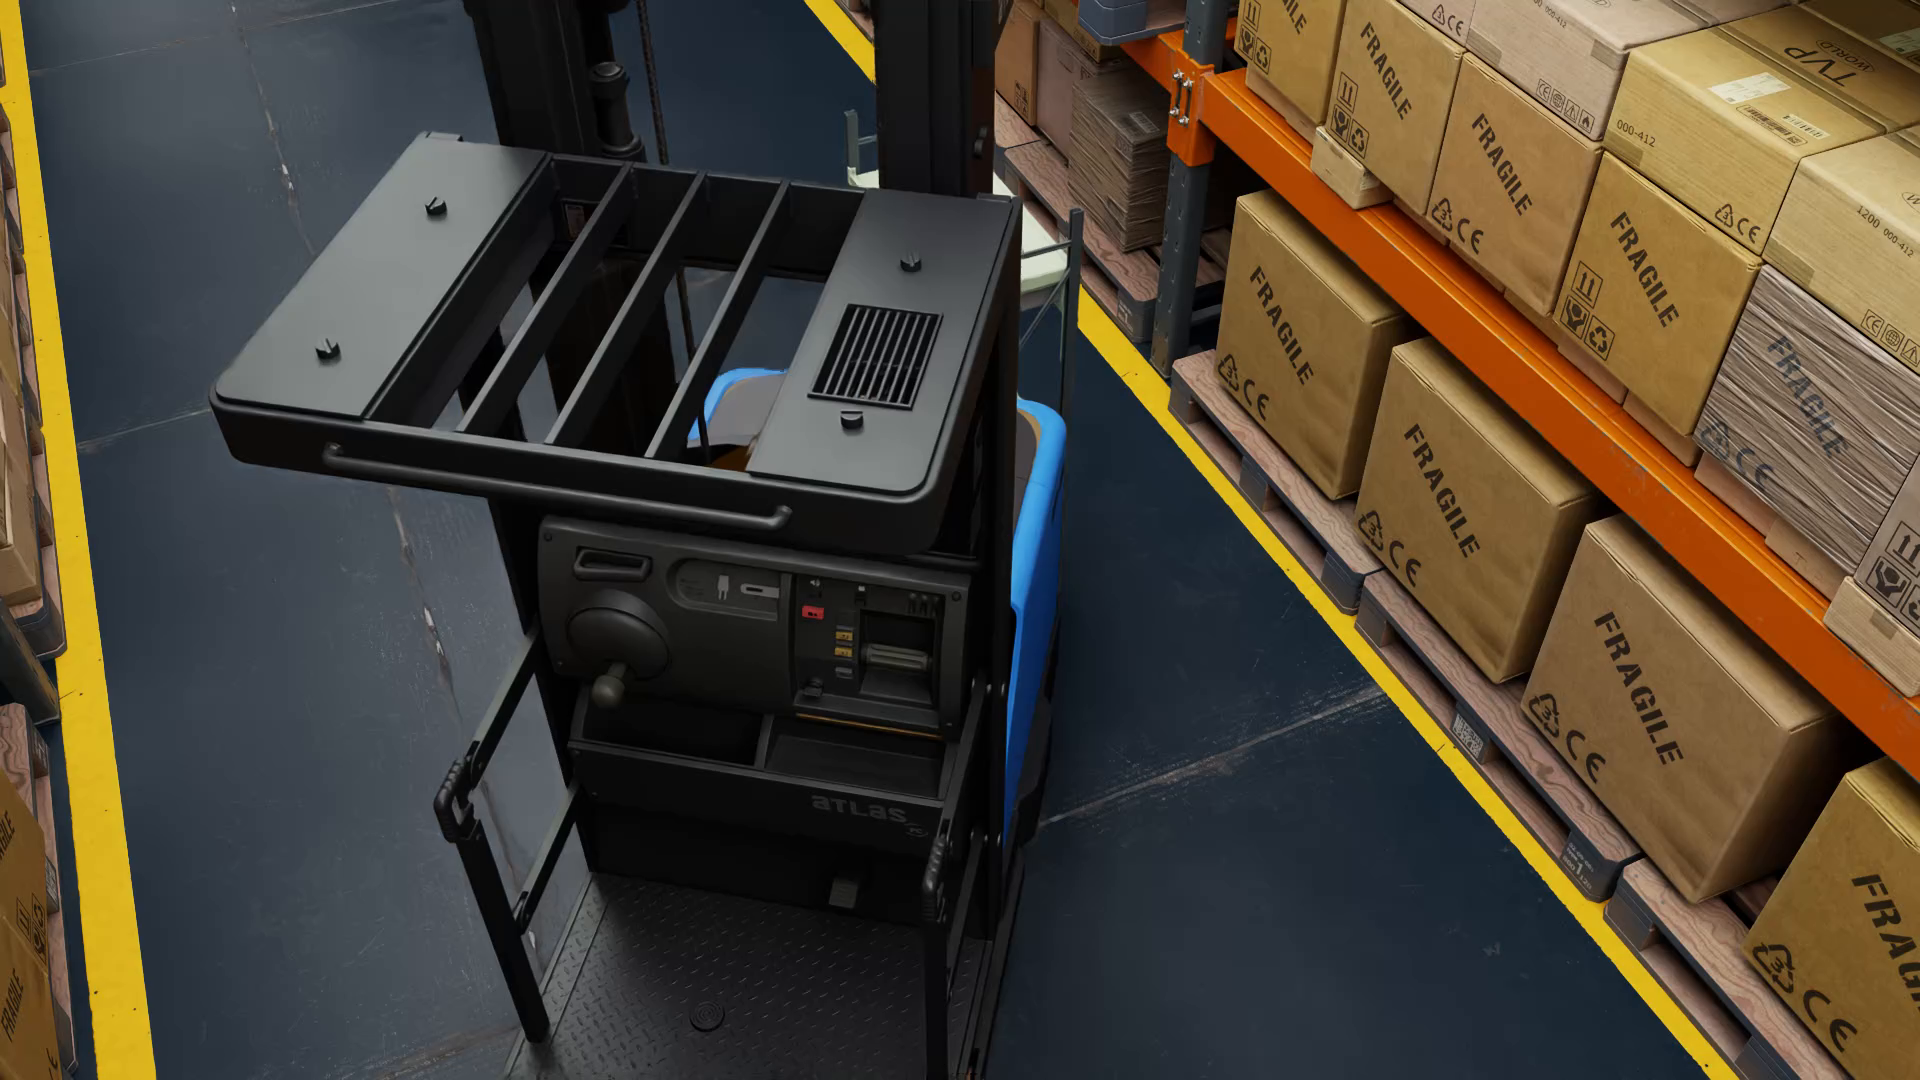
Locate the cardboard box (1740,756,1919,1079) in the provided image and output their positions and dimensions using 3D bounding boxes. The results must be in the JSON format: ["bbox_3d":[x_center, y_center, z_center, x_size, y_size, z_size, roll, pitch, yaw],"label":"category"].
[{"bbox_3d":[2.504,0.926,3.907,0.750,0.750,0.750,-18,47,-17],"label":"cardboard box"}]

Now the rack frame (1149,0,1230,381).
[{"bbox_3d":[1.213,-1.863,5.502,1.000,3.000,0.127,-18,47,-17],"label":"rack frame"}]

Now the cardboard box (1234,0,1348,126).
[{"bbox_3d":[1.185,-1.626,4.965,0.500,0.500,0.500,-17,47,-16],"label":"cardboard box"}]

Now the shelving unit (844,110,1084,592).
[{"bbox_3d":[-0.002,-0.544,5.233,0.431,1.500,0.755,-18,47,-17],"label":"shelving unit"}]

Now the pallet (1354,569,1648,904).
[{"bbox_3d":[1.986,0.431,5.163,1.003,0.211,1.213,-18,47,-17],"label":"pallet"}]

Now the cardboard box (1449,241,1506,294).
[{"bbox_3d":[1.609,-0.858,4.648,0.380,0.149,0.250,-17,47,-17],"label":"cardboard box"}]

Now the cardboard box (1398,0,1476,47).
[{"bbox_3d":[1.397,-1.570,4.375,0.500,0.250,0.500,-19,48,-18],"label":"cardboard box"}]

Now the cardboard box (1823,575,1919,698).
[{"bbox_3d":[2.136,0.154,3.623,0.380,0.149,0.250,-18,47,-17],"label":"cardboard box"}]

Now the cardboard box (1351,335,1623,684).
[{"bbox_3d":[1.766,-0.179,5.028,0.750,0.750,0.750,-18,47,-18],"label":"cardboard box"}]

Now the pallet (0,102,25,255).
[{"bbox_3d":[-4.616,-1.496,7.116,1.003,0.211,1.213,-18,47,-17],"label":"pallet"}]

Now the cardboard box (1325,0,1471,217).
[{"bbox_3d":[1.397,-1.290,4.624,0.500,0.500,0.500,-17,47,-16],"label":"cardboard box"}]

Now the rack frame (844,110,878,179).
[{"bbox_3d":[-0.156,-0.777,5.469,0.400,1.500,0.023,-18,47,-17],"label":"rack frame"}]

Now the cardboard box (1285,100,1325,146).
[{"bbox_3d":[1.240,-1.339,5.136,0.380,0.149,0.250,-17,47,-17],"label":"cardboard box"}]

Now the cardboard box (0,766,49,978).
[{"bbox_3d":[-2.673,0.863,4.207,0.500,0.500,0.500,-16,47,-16],"label":"cardboard box"}]

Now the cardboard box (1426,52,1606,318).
[{"bbox_3d":[1.605,-0.973,4.303,0.500,0.500,0.500,-18,47,-18],"label":"cardboard box"}]

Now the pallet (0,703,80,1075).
[{"bbox_3d":[-3.000,1.082,4.503,1.003,0.211,1.213,-18,47,-17],"label":"pallet"}]

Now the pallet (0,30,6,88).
[{"bbox_3d":[-5.258,-2.473,8.106,1.003,0.211,1.213,-18,47,-17],"label":"pallet"}]

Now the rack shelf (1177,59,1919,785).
[{"bbox_3d":[2.054,-0.332,4.463,1.077,0.370,4.000,-18,47,-17],"label":"rack shelf"}]

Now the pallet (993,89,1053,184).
[{"bbox_3d":[0.377,-2.145,7.773,1.003,0.211,1.213,-18,47,-17],"label":"pallet"}]

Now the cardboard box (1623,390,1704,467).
[{"bbox_3d":[1.901,-0.358,4.142,0.380,0.149,0.250,-17,47,-16],"label":"cardboard box"}]

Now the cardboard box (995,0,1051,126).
[{"bbox_3d":[0.518,-2.244,7.355,0.700,0.500,0.500,-18,47,-18],"label":"cardboard box"}]

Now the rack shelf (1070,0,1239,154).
[{"bbox_3d":[0.372,-2.881,7.046,1.077,0.370,4.000,-18,47,-17],"label":"rack shelf"}]

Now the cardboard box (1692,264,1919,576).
[{"bbox_3d":[2.046,-0.327,3.648,0.500,0.500,0.500,-18,47,-17],"label":"cardboard box"}]

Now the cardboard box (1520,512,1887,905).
[{"bbox_3d":[2.128,0.361,4.480,0.750,0.750,0.750,-17,47,-16],"label":"cardboard box"}]

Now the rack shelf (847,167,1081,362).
[{"bbox_3d":[-0.002,-0.822,4.959,0.431,0.370,0.720,-18,47,-17],"label":"rack shelf"}]

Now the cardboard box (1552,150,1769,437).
[{"bbox_3d":[1.831,-0.644,3.969,0.500,0.500,0.500,-17,47,-16],"label":"cardboard box"}]

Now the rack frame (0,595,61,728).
[{"bbox_3d":[-3.280,-0.397,4.017,1.000,3.000,0.127,-18,47,-17],"label":"rack frame"}]

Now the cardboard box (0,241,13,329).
[{"bbox_3d":[-3.885,-0.965,6.251,0.500,0.250,0.500,-17,47,-17],"label":"cardboard box"}]

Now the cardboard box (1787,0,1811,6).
[{"bbox_3d":[2.067,-1.407,4.209,0.500,0.250,0.500,-19,48,-18],"label":"cardboard box"}]

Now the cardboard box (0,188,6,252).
[{"bbox_3d":[-4.097,-1.290,6.580,0.500,0.250,0.500,-17,47,-17],"label":"cardboard box"}]

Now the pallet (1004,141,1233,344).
[{"bbox_3d":[0.886,-1.368,6.987,1.003,0.211,1.213,-18,47,-17],"label":"pallet"}]

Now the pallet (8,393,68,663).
[{"bbox_3d":[-3.590,0.059,5.540,1.003,0.211,1.213,-18,47,-17],"label":"pallet"}]

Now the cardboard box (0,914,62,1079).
[{"bbox_3d":[-2.456,1.192,3.872,0.500,0.500,0.500,-20,48,-19],"label":"cardboard box"}]

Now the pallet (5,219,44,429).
[{"bbox_3d":[-4.099,-0.717,6.327,1.003,0.211,1.213,-18,47,-17],"label":"pallet"}]

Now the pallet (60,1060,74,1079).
[{"bbox_3d":[-2.491,1.859,3.716,1.003,0.211,1.213,-18,47,-17],"label":"pallet"}]

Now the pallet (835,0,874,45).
[{"bbox_3d":[-0.140,-2.923,8.562,1.003,0.211,1.213,-18,47,-17],"label":"pallet"}]

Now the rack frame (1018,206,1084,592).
[{"bbox_3d":[0.153,-0.311,4.997,0.400,1.500,0.023,-18,47,-17],"label":"rack frame"}]

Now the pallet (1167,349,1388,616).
[{"bbox_3d":[1.477,-0.345,5.950,1.003,0.211,1.213,-18,47,-17],"label":"pallet"}]

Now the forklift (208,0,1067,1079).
[{"bbox_3d":[-0.484,0.315,3.389,1.129,2.867,3.031,8,45,8],"label":"forklift"}]

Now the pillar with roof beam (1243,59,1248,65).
[{"bbox_3d":[-2.454,-3.811,3.205,9.100,9.000,0.400,-18,47,-17],"label":"pillar with roof beam"}]

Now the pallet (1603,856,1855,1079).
[{"bbox_3d":[2.502,1.210,4.374,1.003,0.211,1.213,-18,47,-17],"label":"pallet"}]

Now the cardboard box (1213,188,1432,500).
[{"bbox_3d":[1.404,-0.740,5.595,0.750,0.750,0.750,-19,48,-18],"label":"cardboard box"}]

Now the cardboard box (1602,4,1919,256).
[{"bbox_3d":[1.831,-0.929,3.725,0.500,0.250,0.500,-19,48,-18],"label":"cardboard box"}]

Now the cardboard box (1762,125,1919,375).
[{"bbox_3d":[2.046,-0.605,3.396,0.500,0.250,0.500,-17,47,-17],"label":"cardboard box"}]

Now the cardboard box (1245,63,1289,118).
[{"bbox_3d":[1.142,-1.502,5.301,0.380,0.149,0.250,-19,48,-18],"label":"cardboard box"}]
